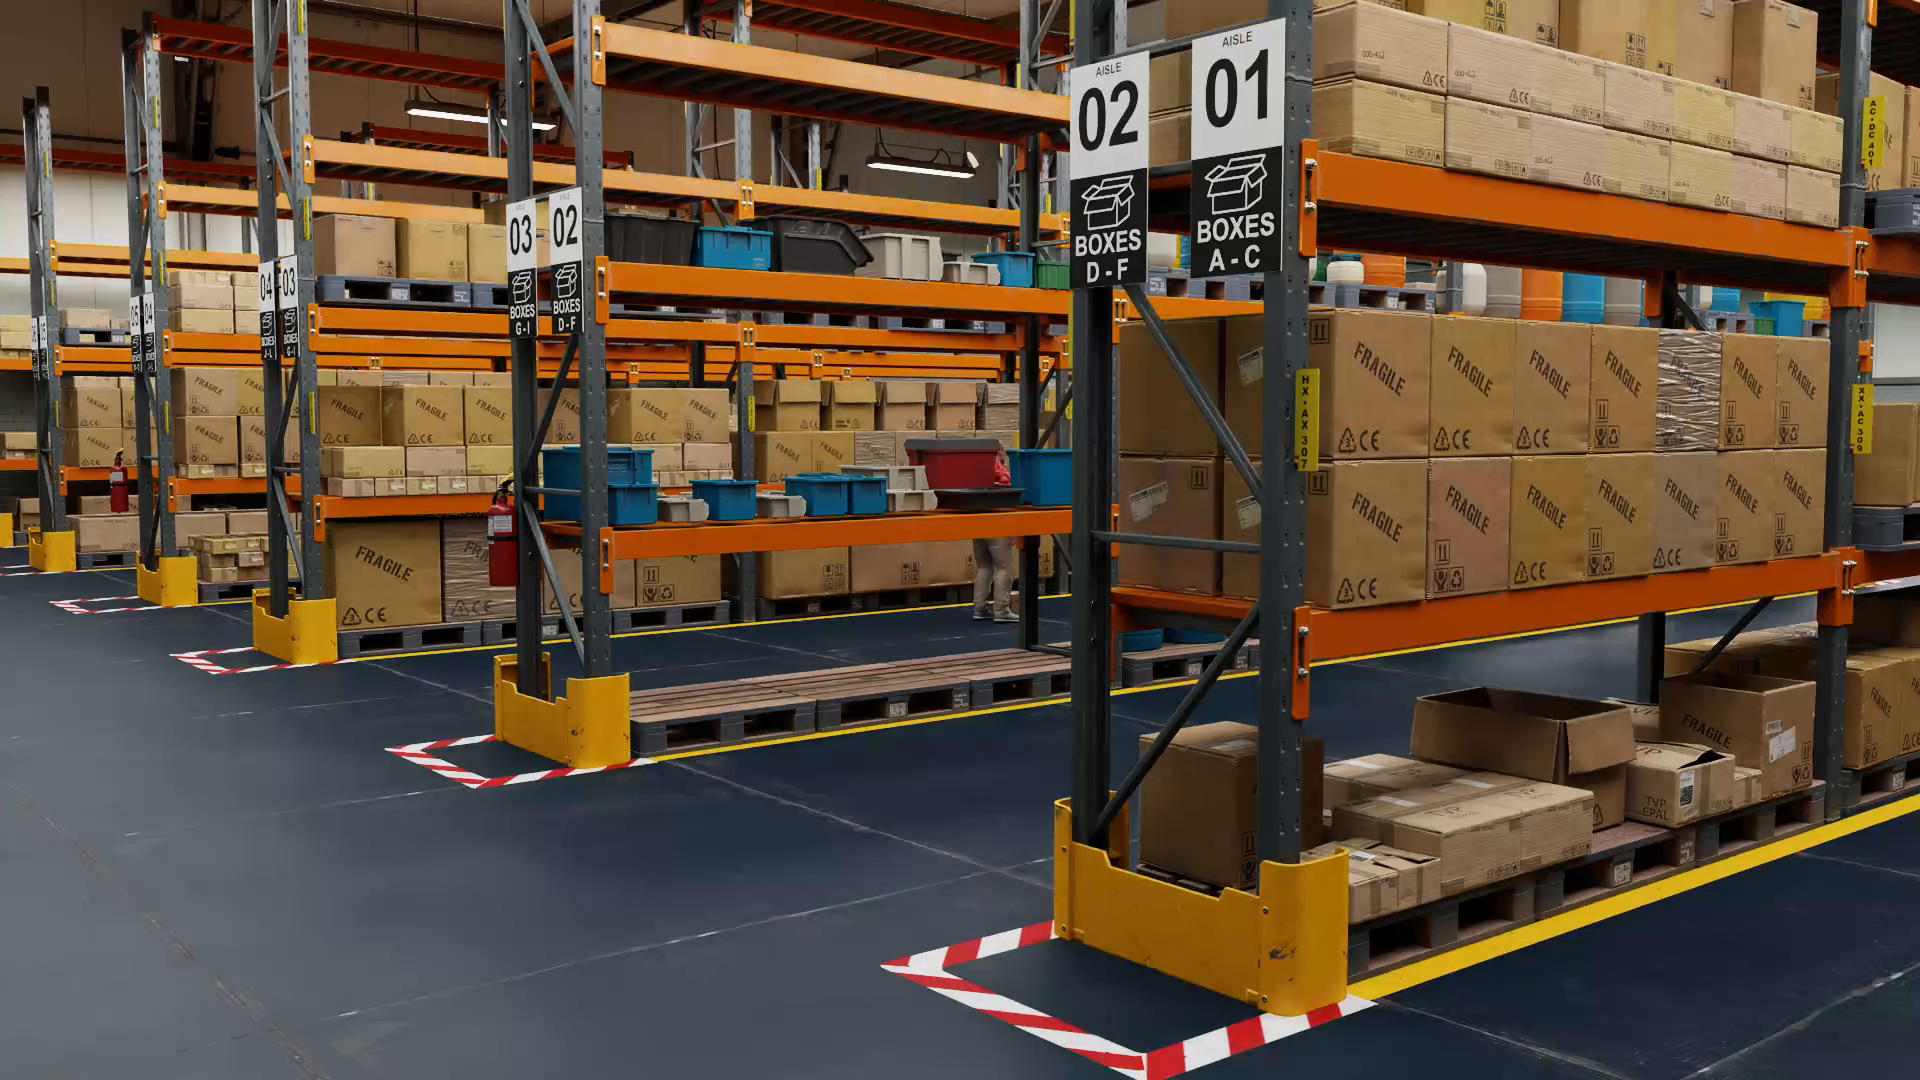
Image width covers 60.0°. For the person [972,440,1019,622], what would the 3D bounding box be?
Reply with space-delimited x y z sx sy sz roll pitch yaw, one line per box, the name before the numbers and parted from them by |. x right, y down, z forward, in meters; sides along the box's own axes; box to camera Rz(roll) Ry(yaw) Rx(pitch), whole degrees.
person | 0.316 -0.092 15.823 0.391 1.726 0.589 -4 6 -42
